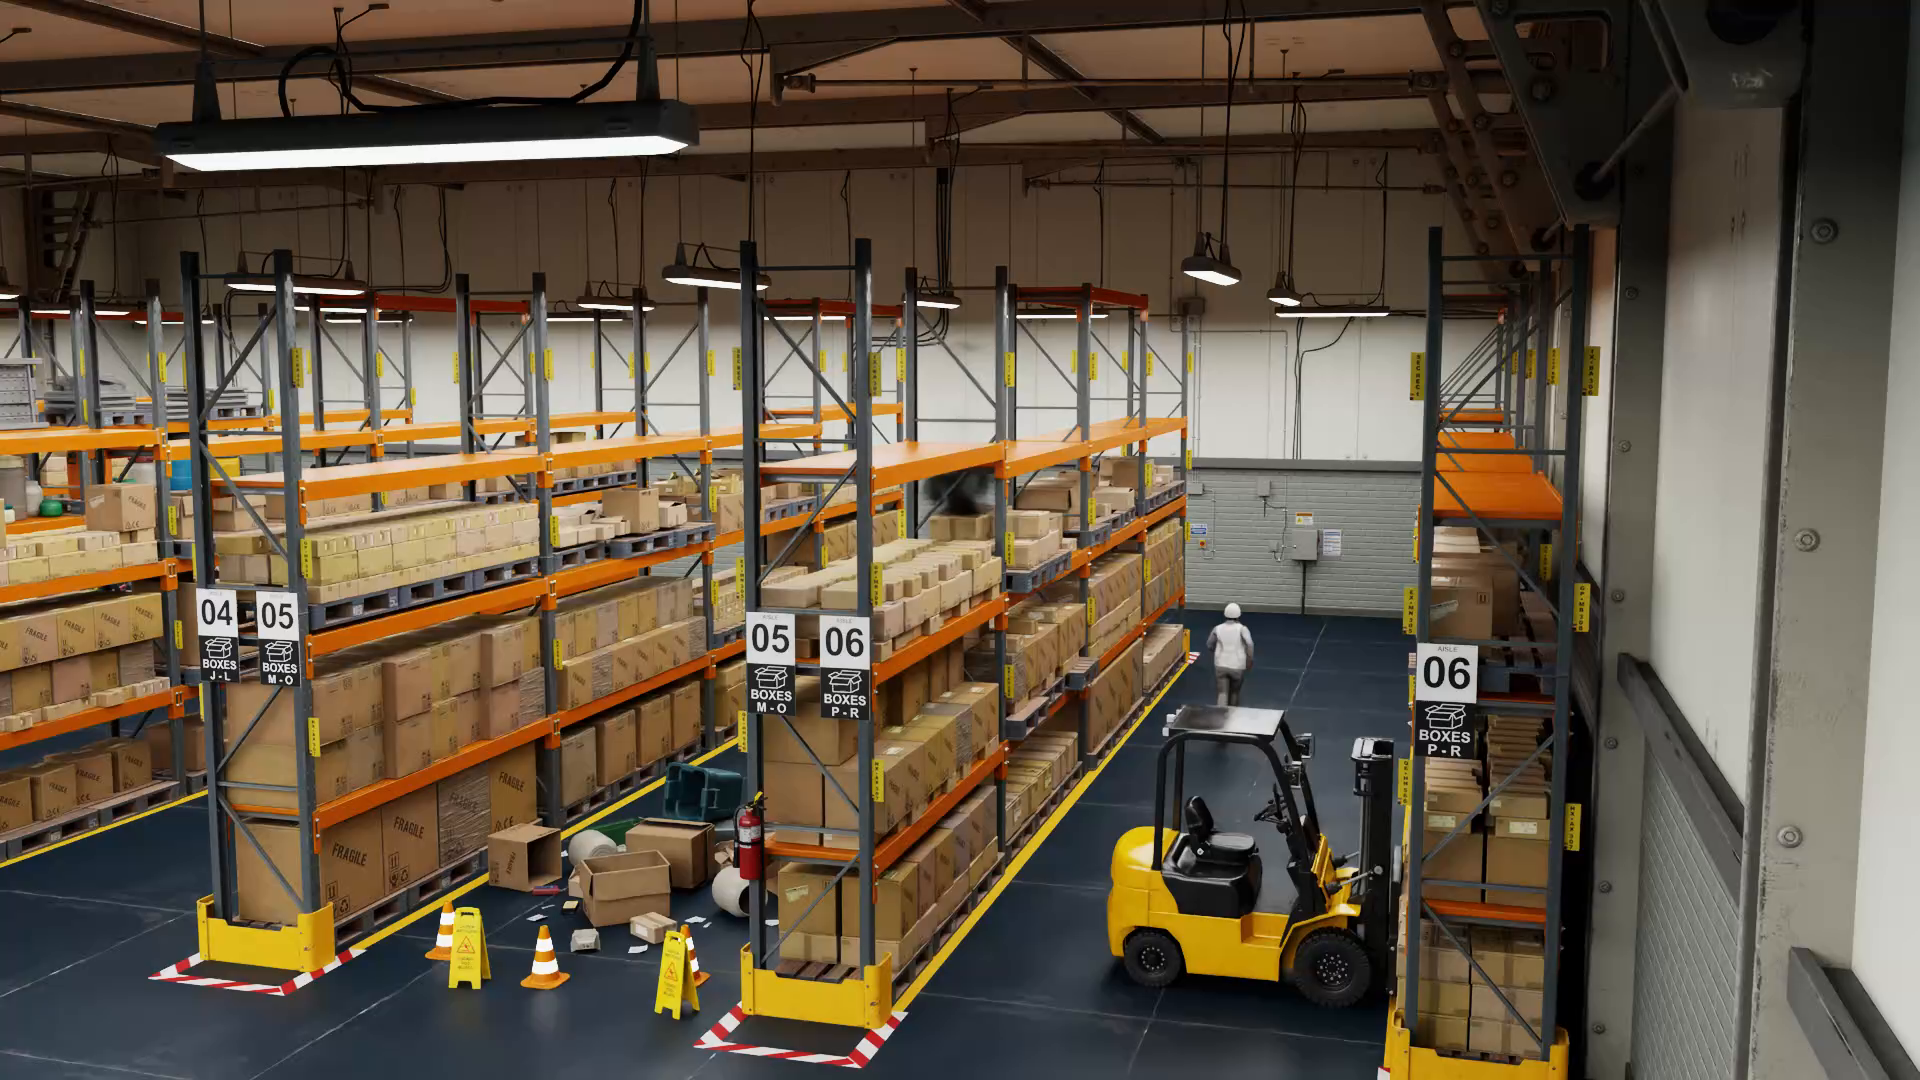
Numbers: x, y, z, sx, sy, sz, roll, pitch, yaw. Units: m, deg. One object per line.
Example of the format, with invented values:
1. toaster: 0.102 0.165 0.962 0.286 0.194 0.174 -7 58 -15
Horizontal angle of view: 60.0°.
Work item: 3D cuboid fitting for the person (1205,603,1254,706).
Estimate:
1. person: 3.676 1.753 22.686 0.678 1.774 1.010 2 7 17
